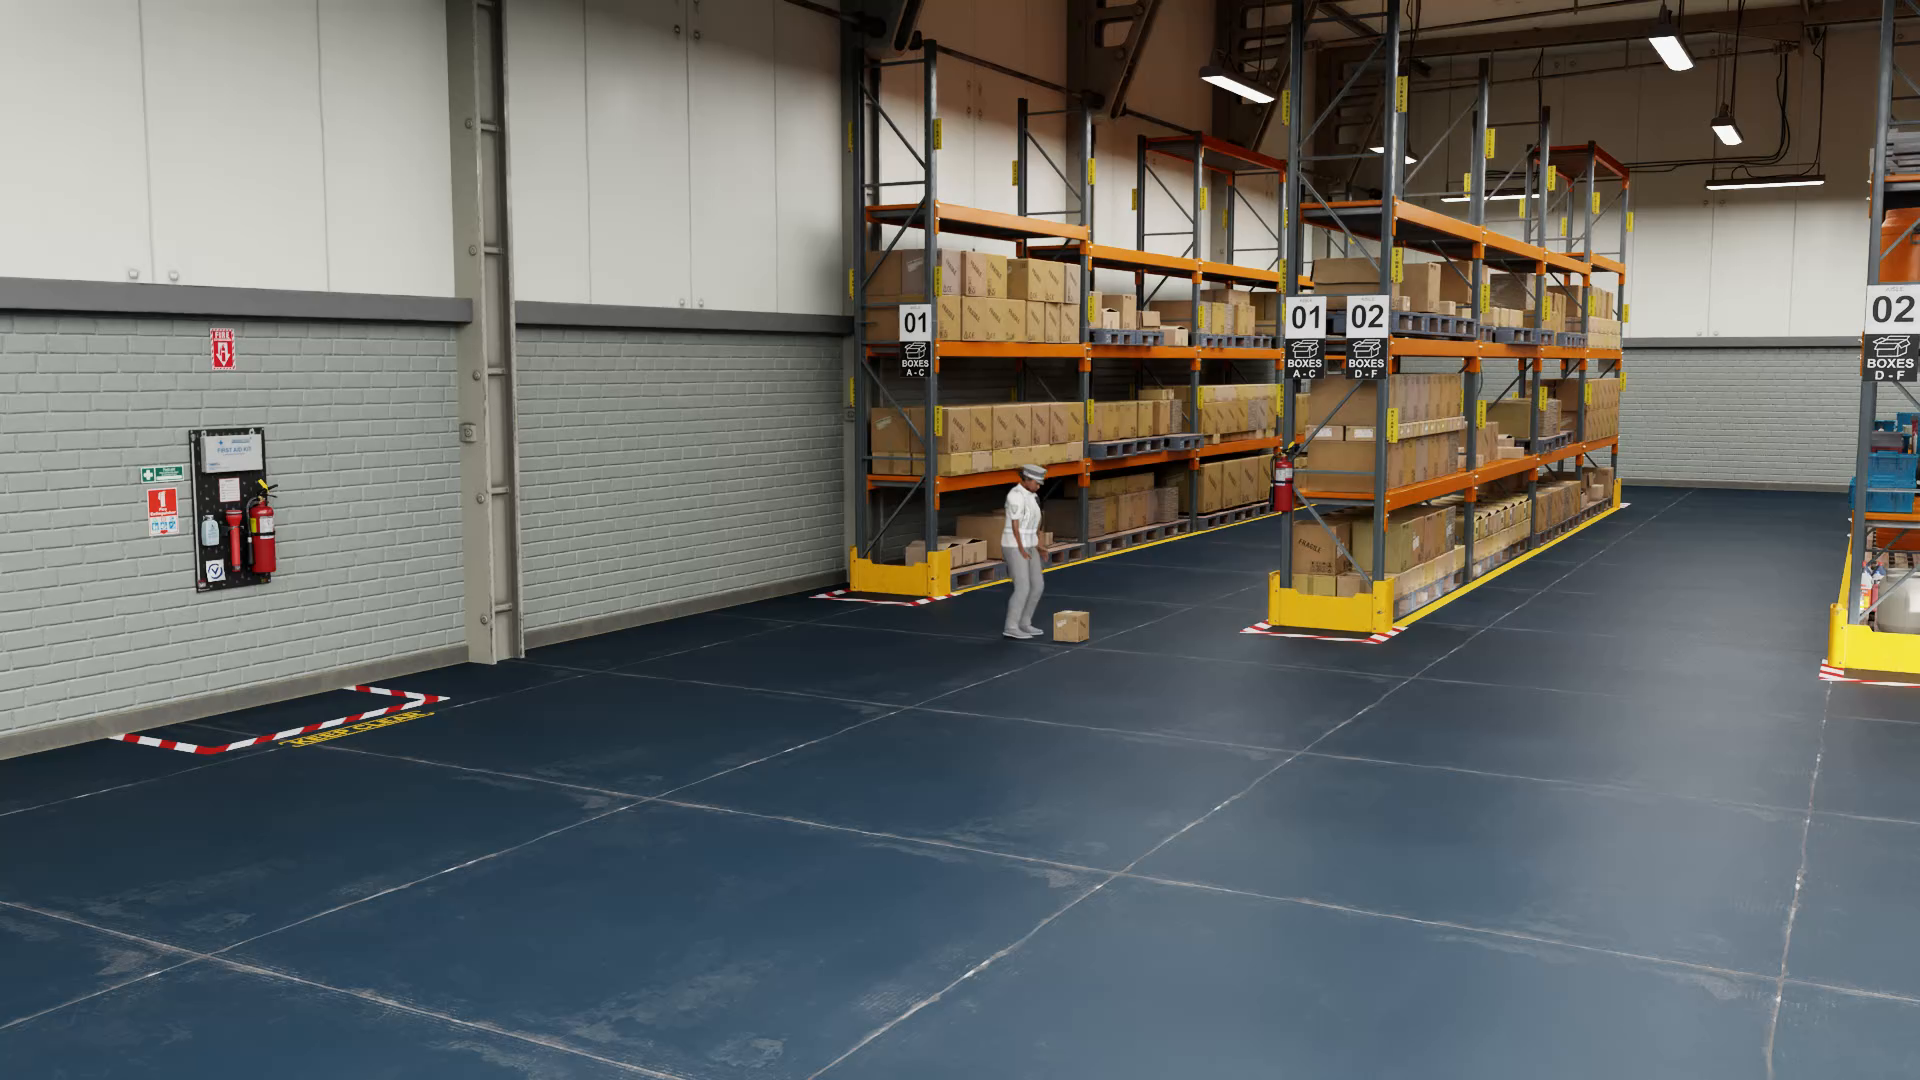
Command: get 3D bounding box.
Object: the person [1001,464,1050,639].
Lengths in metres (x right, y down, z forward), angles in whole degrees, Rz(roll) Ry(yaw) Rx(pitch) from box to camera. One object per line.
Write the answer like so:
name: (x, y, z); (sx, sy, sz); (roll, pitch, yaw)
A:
person: (0.621, 0.099, 15.649); (0.425, 1.631, 0.453); (3, 7, 30)
